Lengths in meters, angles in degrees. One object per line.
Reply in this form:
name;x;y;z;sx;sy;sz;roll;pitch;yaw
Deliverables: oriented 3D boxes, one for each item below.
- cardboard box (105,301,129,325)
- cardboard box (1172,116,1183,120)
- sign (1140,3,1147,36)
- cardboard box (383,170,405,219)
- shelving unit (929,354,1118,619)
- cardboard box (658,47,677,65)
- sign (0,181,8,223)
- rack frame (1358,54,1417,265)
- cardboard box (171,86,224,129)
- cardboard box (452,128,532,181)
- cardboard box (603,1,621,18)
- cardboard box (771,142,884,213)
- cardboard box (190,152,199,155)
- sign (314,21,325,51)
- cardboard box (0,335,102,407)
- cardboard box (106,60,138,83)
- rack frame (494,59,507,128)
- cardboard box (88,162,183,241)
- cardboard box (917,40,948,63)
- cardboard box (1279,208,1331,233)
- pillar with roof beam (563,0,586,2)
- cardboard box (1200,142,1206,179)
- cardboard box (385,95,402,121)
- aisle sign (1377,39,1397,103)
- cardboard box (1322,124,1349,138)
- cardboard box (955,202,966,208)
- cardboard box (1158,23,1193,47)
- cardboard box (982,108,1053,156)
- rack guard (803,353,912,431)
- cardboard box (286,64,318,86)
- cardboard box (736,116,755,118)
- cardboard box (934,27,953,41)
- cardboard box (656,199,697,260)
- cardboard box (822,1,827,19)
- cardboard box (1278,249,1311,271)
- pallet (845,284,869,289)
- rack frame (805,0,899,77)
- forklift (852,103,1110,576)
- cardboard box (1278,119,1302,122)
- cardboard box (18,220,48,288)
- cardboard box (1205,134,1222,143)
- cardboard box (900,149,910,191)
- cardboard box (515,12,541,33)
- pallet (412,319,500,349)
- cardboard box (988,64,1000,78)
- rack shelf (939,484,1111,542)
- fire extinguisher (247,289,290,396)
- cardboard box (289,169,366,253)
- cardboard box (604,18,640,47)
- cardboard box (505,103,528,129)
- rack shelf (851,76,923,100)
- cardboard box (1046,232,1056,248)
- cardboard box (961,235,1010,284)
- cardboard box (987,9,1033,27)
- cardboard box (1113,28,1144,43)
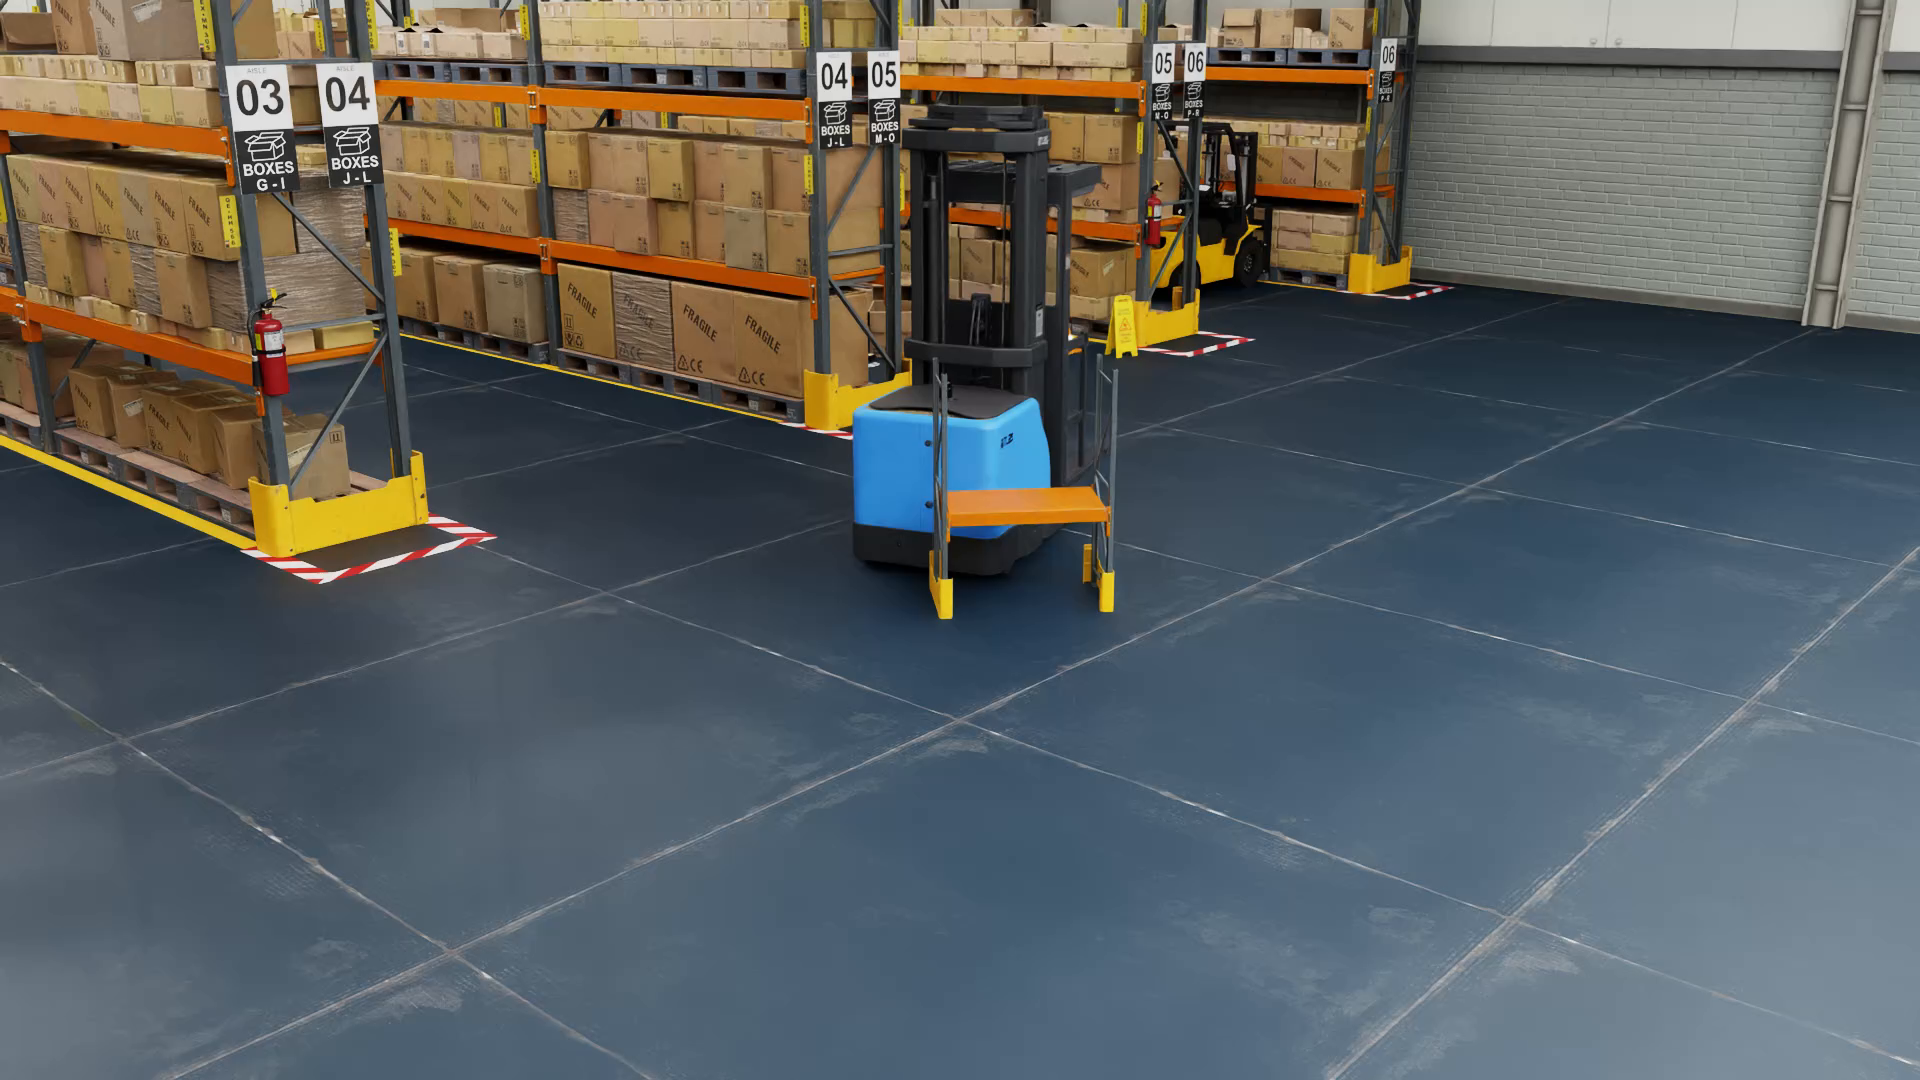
cardboard box;-6.178;-1.727;12.509;0.250;0.149;0.380;15;23;39
cardboard box;3.093;-5.908;23.539;0.250;0.149;0.380;14;23;38
sign;1.916;-5.425;17.324;0.005;0.325;0.100;15;23;39
cardboard box;-6.355;-3.956;18.952;0.500;0.500;0.500;15;23;39
shelving unit;0.375;-0.342;10.210;1.083;1.500;0.587;-2;18;-7
cardboard box;-2.525;-4.409;15.142;0.250;0.149;0.380;15;23;40
sign;-7.636;-2.681;13.188;0.005;0.325;0.100;15;23;39
rack frame;5.592;-4.819;21.836;0.127;3.000;1.000;15;23;39
cardboard box;-4.808;-2.850;10.923;0.500;0.250;0.500;16;23;40
cardboard box;-5.041;-4.185;18.020;0.500;0.500;0.700;15;23;40
cardboard box;-3.092;-4.941;15.502;0.250;0.149;0.380;15;23;40
cardboard box;-1.162;-3.224;14.779;0.550;0.550;0.875;15;23;39
cardboard box;-9.701;-4.951;21.484;0.250;0.149;0.380;14;23;38
sign;-7.256;-5.715;18.846;0.005;0.325;0.100;15;23;39
cardboard box;-8.059;-1.502;14.791;0.500;0.500;0.700;15;23;39
cardboard box;-5.661;-3.249;11.520;0.250;0.149;0.380;14;22;37
rack frame;-6.676;-6.104;25.887;0.127;3.000;1.000;15;23;39
cardboard box;-5.972;-2.475;12.143;0.500;0.500;0.500;15;23;39
cardboard box;-0.153;-5.746;19.556;0.500;0.250;0.500;15;23;39
cardboard box;4.654;-4.308;22.425;0.500;0.250;0.500;16;23;40
pillar with roof beam;-10.651;-10.662;30.331;0.400;9.000;9.100;15;23;39
cardboard box;3.538;-5.319;23.247;0.500;0.500;0.500;15;23;39
cardboard box;-9.106;-7.169;27.423;0.500;0.500;0.500;14;23;38
aisle sign;5.446;-5.978;21.192;0.004;0.787;0.394;15;23;39
cardboard box;4.979;-5.384;21.888;0.250;0.149;0.380;15;23;39
cardboard box;0.155;-4.053;19.839;0.250;0.149;0.380;15;23;39
cardboard box;3.060;-7.035;23.148;0.500;0.311;0.500;16;23;40
cardboard box;0.668;-4.728;19.241;0.500;0.500;0.700;15;23;39
rack guard;-0.893;-1.358;15.065;0.348;0.500;1.175;15;23;39
cardboard box;-4.331;-3.109;11.078;0.250;0.149;0.380;15;23;39
cardboard box;-2.765;-5.561;22.824;0.500;0.500;0.500;15;23;38
cardboard box;-0.089;-5.891;19.355;0.250;0.149;0.380;15;23;39
cardboard box;-2.403;-3.034;15.964;0.500;0.550;0.875;15;23;39
cardboard box;-1.136;-4.682;14.684;0.250;0.149;0.380;15;23;40
cardboard box;4.665;-3.833;22.582;0.500;0.250;0.500;15;23;39
pallet;-1.275;-3.325;21.739;1.213;0.211;1.003;15;23;39
rack frame;-0.910;-5.414;13.795;0.127;3.000;1.000;15;23;39
forklift;0.327;-1.574;11.725;1.130;2.935;3.031;7;19;22
cardboard box;4.582;-5.718;22.941;0.250;0.149;0.380;14;23;38
cardboard box;-6.975;-2.341;13.372;0.500;0.500;0.875;15;23;39
cardboard box;3.602;-5.591;23.034;0.250;0.149;0.380;14;22;38
cardboard box;-0.548;-4.536;20.288;0.500;0.500;0.500;15;23;39
cardboard box;-6.209;-7.539;24.590;0.500;0.500;0.500;15;23;38
pallet;-5.446;-2.411;18.861;1.213;0.211;1.003;15;23;39
cardboard box;0.533;-5.379;19.060;0.250;0.149;0.380;15;23;40
rack shelf;0.384;-0.171;10.266;1.000;0.185;0.538;-2;18;-7
fire extinguisher;-4.499;-1.289;10.841;0.183;0.674;0.296;15;23;39
cardboard box;-4.509;-2.291;11.561;0.500;0.500;0.500;15;23;39
cardboard box;-2.966;-4.742;15.532;0.500;0.250;0.500;15;23;39
cardboard box;-6.537;-6.475;25.237;0.500;0.500;0.500;15;23;40
rack shelf;-2.188;-5.986;21.746;4.000;0.370;1.077;15;23;39
cardboard box;1.022;-3.463;19.102;0.250;0.149;0.380;16;23;40
cardboard box;0.365;-3.356;19.839;0.500;0.500;0.500;17;24;42
cardboard box;0.749;-7.745;25.074;0.500;0.500;0.500;16;23;41
cardboard box;1.851;-5.386;17.762;0.250;0.149;0.380;15;23;40
